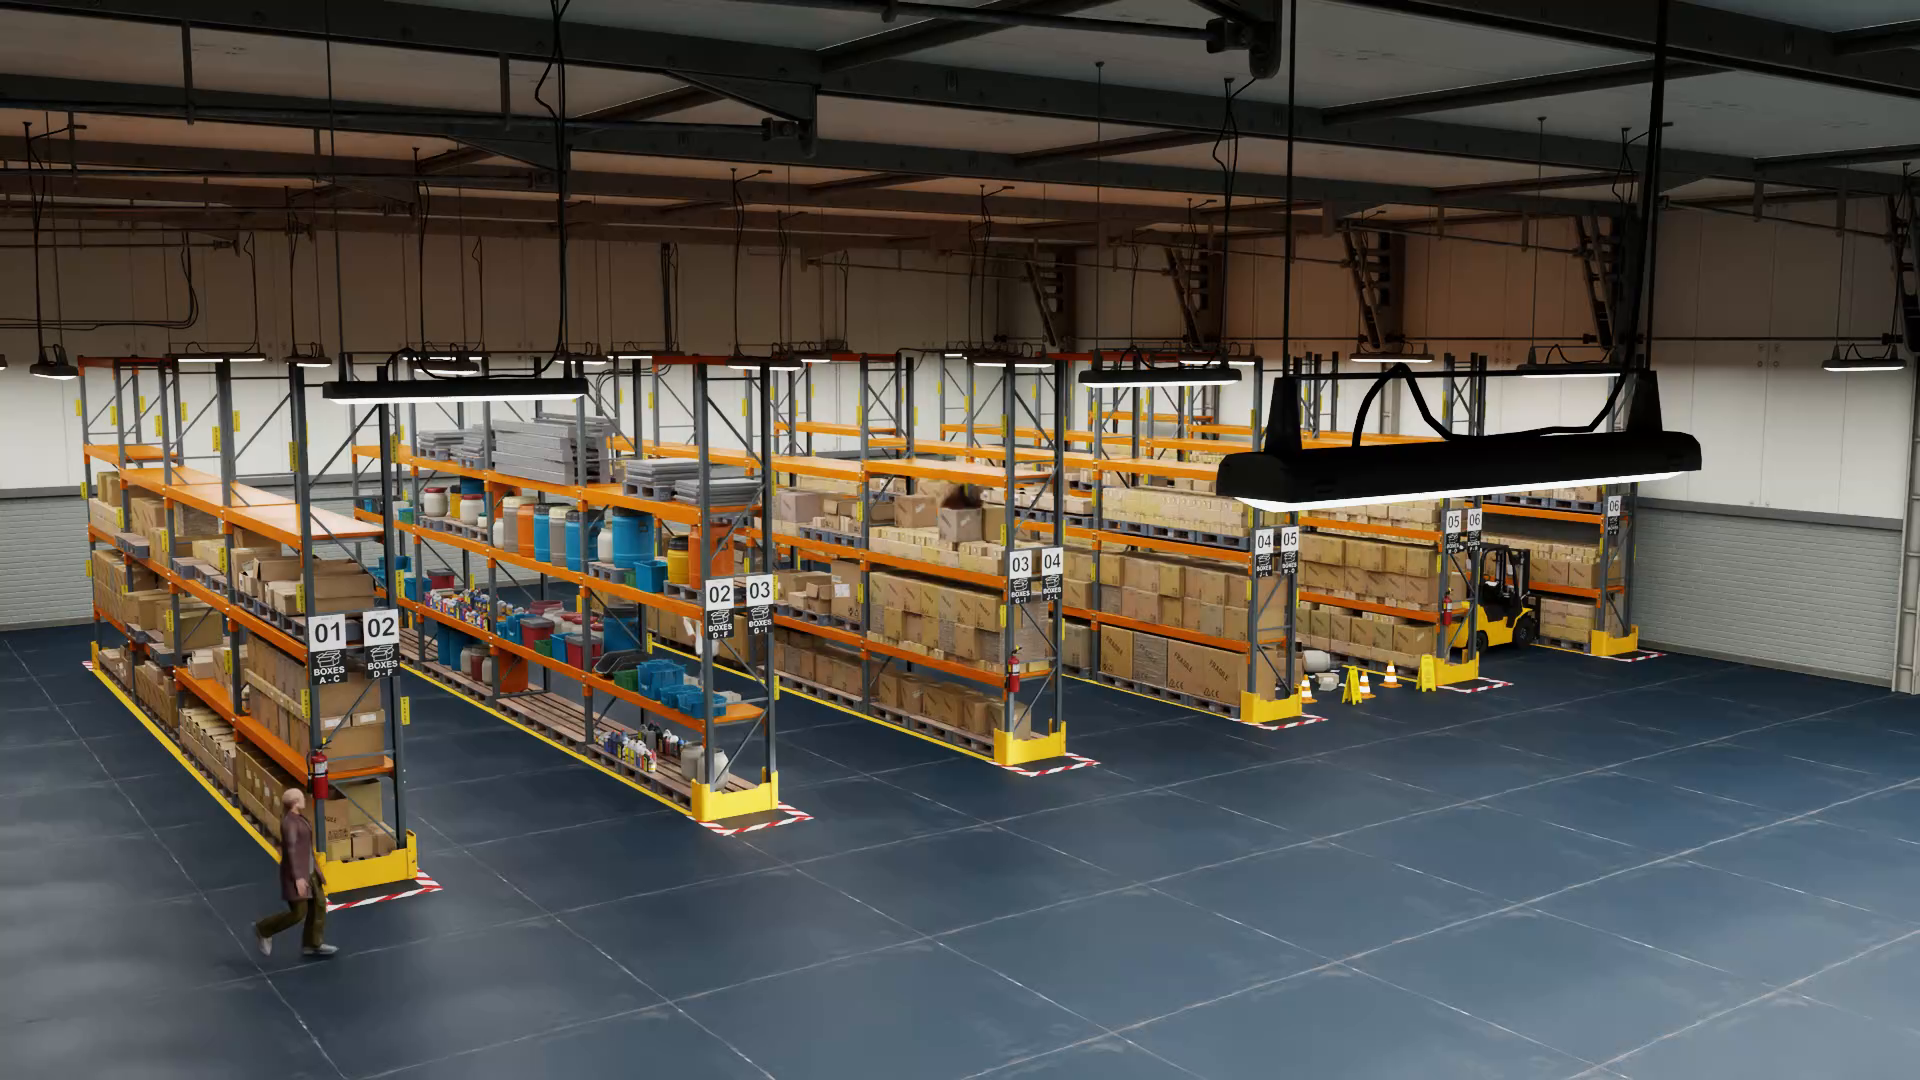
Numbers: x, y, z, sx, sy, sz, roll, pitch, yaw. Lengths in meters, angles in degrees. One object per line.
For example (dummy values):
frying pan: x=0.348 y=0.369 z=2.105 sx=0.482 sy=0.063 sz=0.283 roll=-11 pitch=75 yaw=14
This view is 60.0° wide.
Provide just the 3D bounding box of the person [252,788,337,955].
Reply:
person: x=-6.818 y=3.396 z=16.989 sx=0.802 sy=1.750 sz=0.593 roll=1 pitch=7 yaw=5

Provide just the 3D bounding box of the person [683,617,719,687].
person: x=-4.544 y=1.864 z=29.727 sx=0.732 sy=1.860 sz=0.845 roll=-4 pitch=8 yaw=-32
